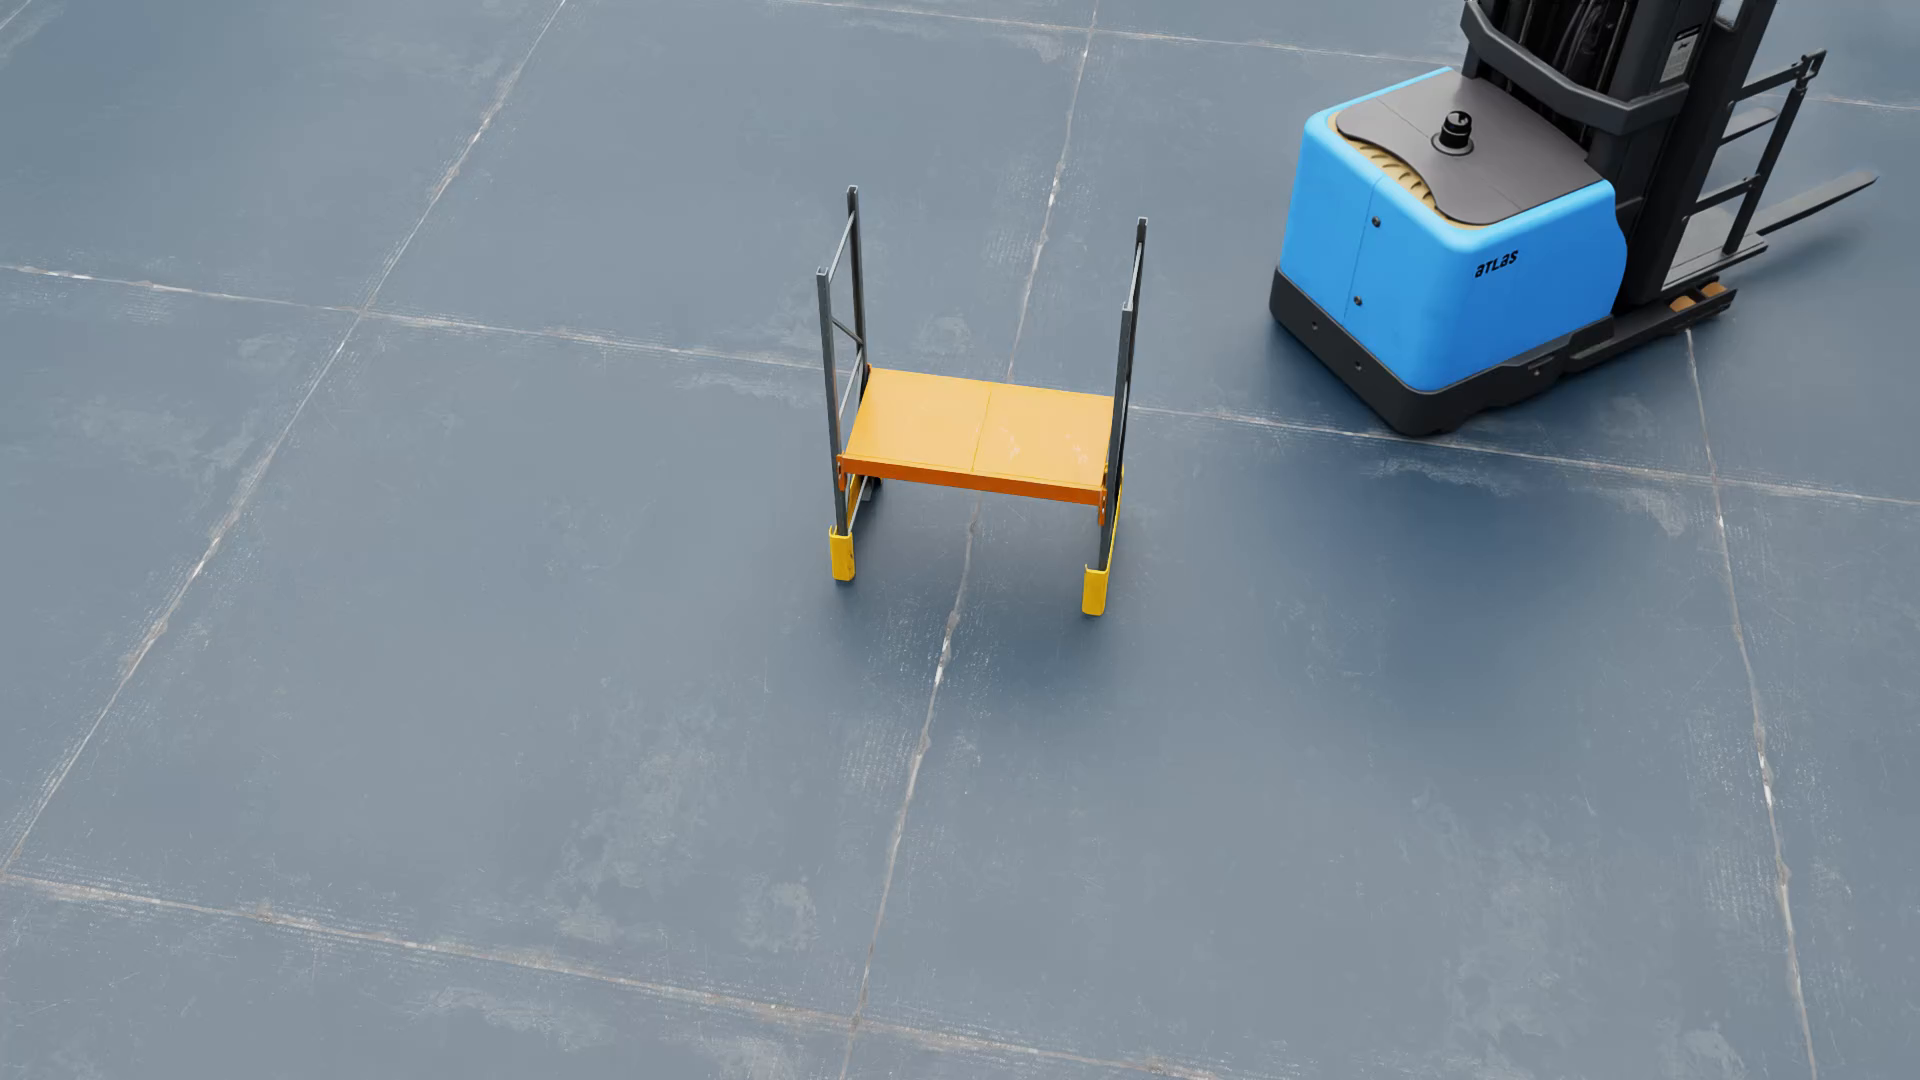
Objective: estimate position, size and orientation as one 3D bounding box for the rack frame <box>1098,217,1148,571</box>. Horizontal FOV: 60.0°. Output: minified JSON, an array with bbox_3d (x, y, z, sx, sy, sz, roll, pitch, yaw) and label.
[{"bbox_3d":[0.584,-0.423,6.094,0.032,1.500,0.500,8,49,7],"label":"rack frame"}]

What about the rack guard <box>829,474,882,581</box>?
[{"bbox_3d":[-0.415,-0.139,6.679,0.087,0.250,0.587,8,49,7],"label":"rack guard"}]

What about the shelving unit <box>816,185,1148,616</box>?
[{"bbox_3d":[0.075,-0.491,6.155,1.083,1.500,0.587,8,49,7],"label":"shelving unit"}]

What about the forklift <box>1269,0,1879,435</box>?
[{"bbox_3d":[2.943,-2.241,6.765,3.031,2.935,1.130,-23,52,-19],"label":"forklift"}]

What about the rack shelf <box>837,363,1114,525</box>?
[{"bbox_3d":[0.084,-0.370,6.288,1.000,0.185,0.538,8,49,7],"label":"rack shelf"}]

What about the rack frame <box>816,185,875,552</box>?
[{"bbox_3d":[-0.416,-0.557,6.214,0.032,1.500,0.500,8,49,7],"label":"rack frame"}]

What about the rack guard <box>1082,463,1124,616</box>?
[{"bbox_3d":[0.565,-0.008,6.561,0.087,0.250,0.587,8,49,7],"label":"rack guard"}]
